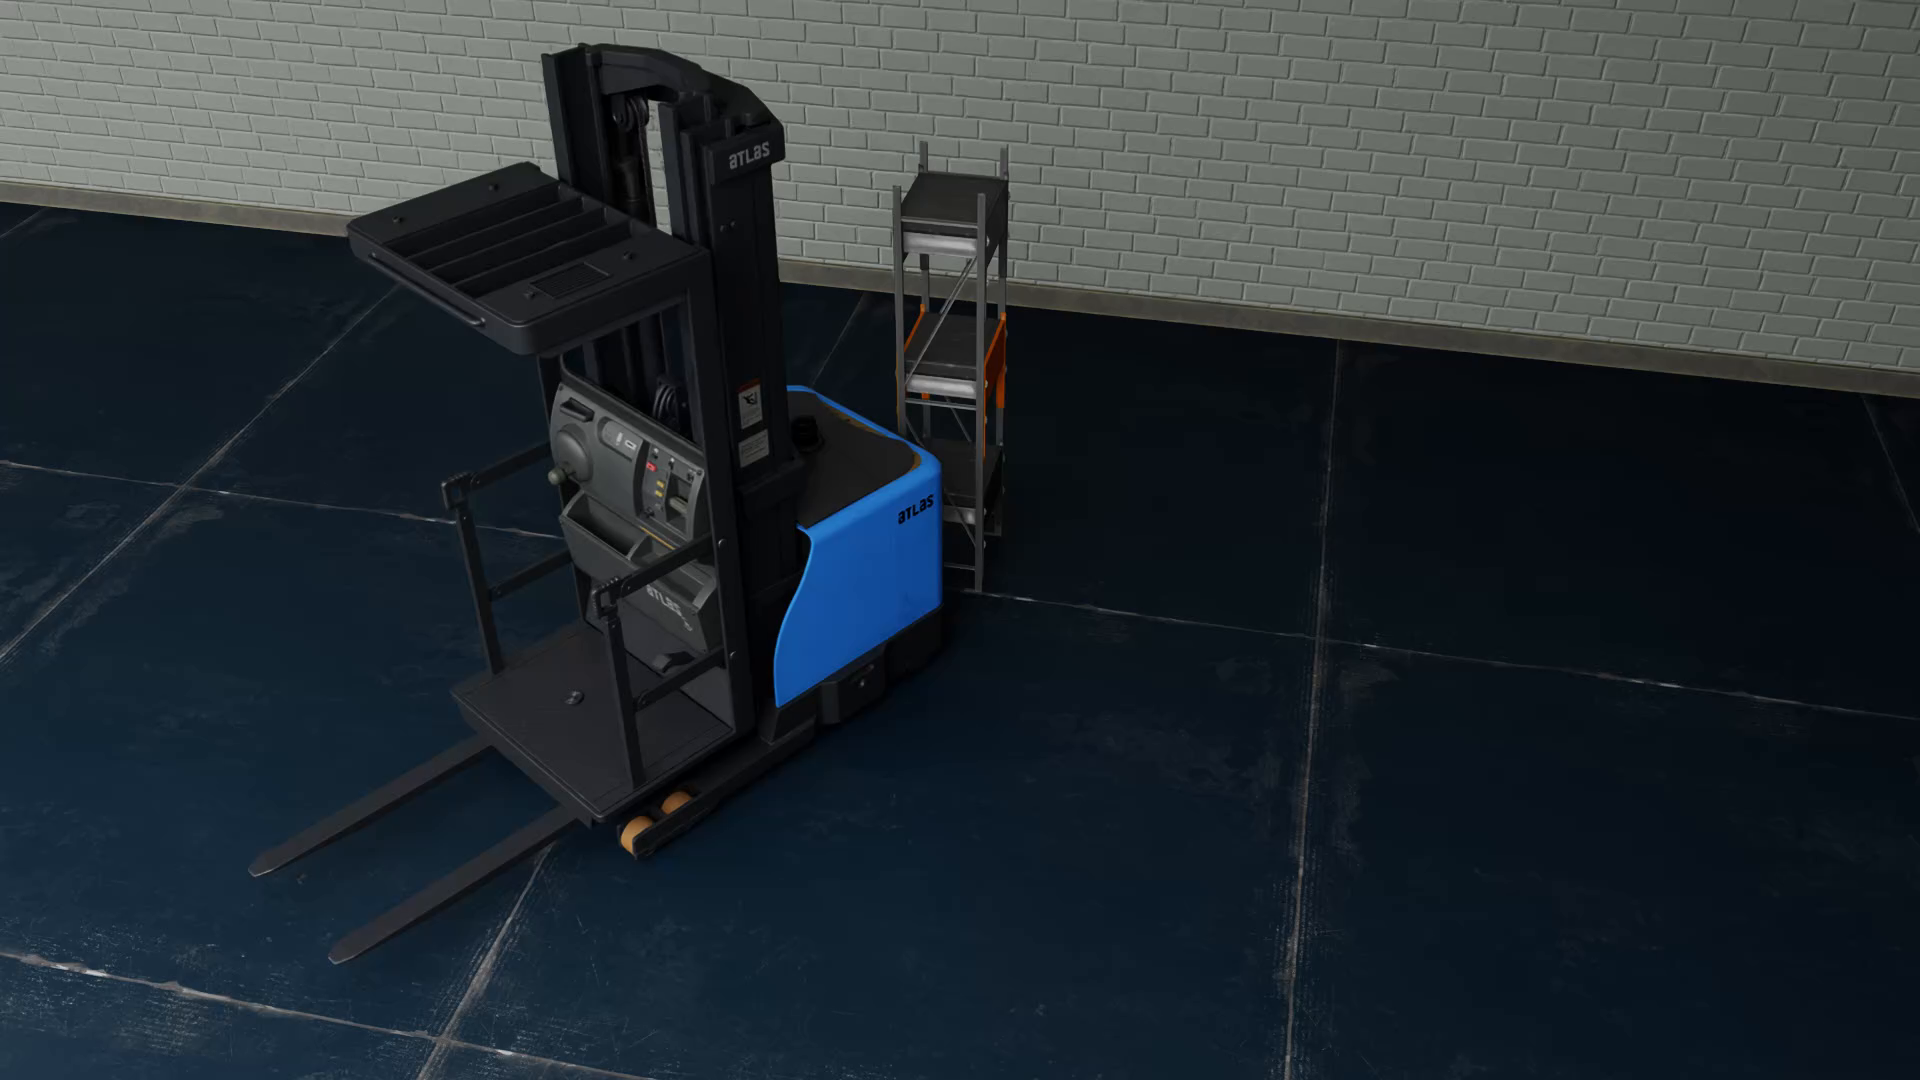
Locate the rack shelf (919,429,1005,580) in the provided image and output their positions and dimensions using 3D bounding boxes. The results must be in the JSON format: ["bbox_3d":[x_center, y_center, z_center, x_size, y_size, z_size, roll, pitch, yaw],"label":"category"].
[{"bbox_3d":[-0.035,-0.177,8.192,0.431,0.518,0.480,7,37,10],"label":"rack shelf"}]

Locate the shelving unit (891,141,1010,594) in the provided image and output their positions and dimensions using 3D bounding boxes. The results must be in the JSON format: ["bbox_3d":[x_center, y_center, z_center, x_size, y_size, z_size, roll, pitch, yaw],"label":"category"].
[{"bbox_3d":[-0.035,-0.755,7.773,0.431,2.100,0.503,7,37,10],"label":"shelving unit"}]

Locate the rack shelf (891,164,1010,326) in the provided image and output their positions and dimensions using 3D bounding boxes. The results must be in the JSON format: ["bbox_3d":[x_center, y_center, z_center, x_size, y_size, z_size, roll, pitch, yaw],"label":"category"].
[{"bbox_3d":[-0.035,-1.311,7.370,0.431,0.518,0.480,7,37,10],"label":"rack shelf"}]

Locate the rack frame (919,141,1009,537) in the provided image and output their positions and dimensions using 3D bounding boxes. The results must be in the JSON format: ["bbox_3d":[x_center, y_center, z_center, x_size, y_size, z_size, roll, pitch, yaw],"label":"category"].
[{"bbox_3d":[0.017,-0.895,7.966,0.400,2.100,0.015,7,37,10],"label":"rack frame"}]

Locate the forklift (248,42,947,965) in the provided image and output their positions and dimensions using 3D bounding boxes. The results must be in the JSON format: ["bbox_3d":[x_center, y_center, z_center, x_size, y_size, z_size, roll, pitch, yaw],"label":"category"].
[{"bbox_3d":[-1.449,-0.243,6.358,1.130,2.935,3.031,30,45,34],"label":"forklift"}]

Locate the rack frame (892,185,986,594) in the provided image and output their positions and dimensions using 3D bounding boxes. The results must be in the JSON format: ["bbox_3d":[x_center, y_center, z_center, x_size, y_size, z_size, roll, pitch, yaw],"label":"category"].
[{"bbox_3d":[-0.087,-0.615,7.580,0.400,2.100,0.015,7,37,10],"label":"rack frame"}]

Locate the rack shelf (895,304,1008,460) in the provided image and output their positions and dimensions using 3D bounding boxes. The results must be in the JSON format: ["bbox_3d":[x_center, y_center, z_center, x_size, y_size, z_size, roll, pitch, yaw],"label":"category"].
[{"bbox_3d":[-0.035,-0.744,7.781,0.431,0.518,0.480,7,37,10],"label":"rack shelf"}]
